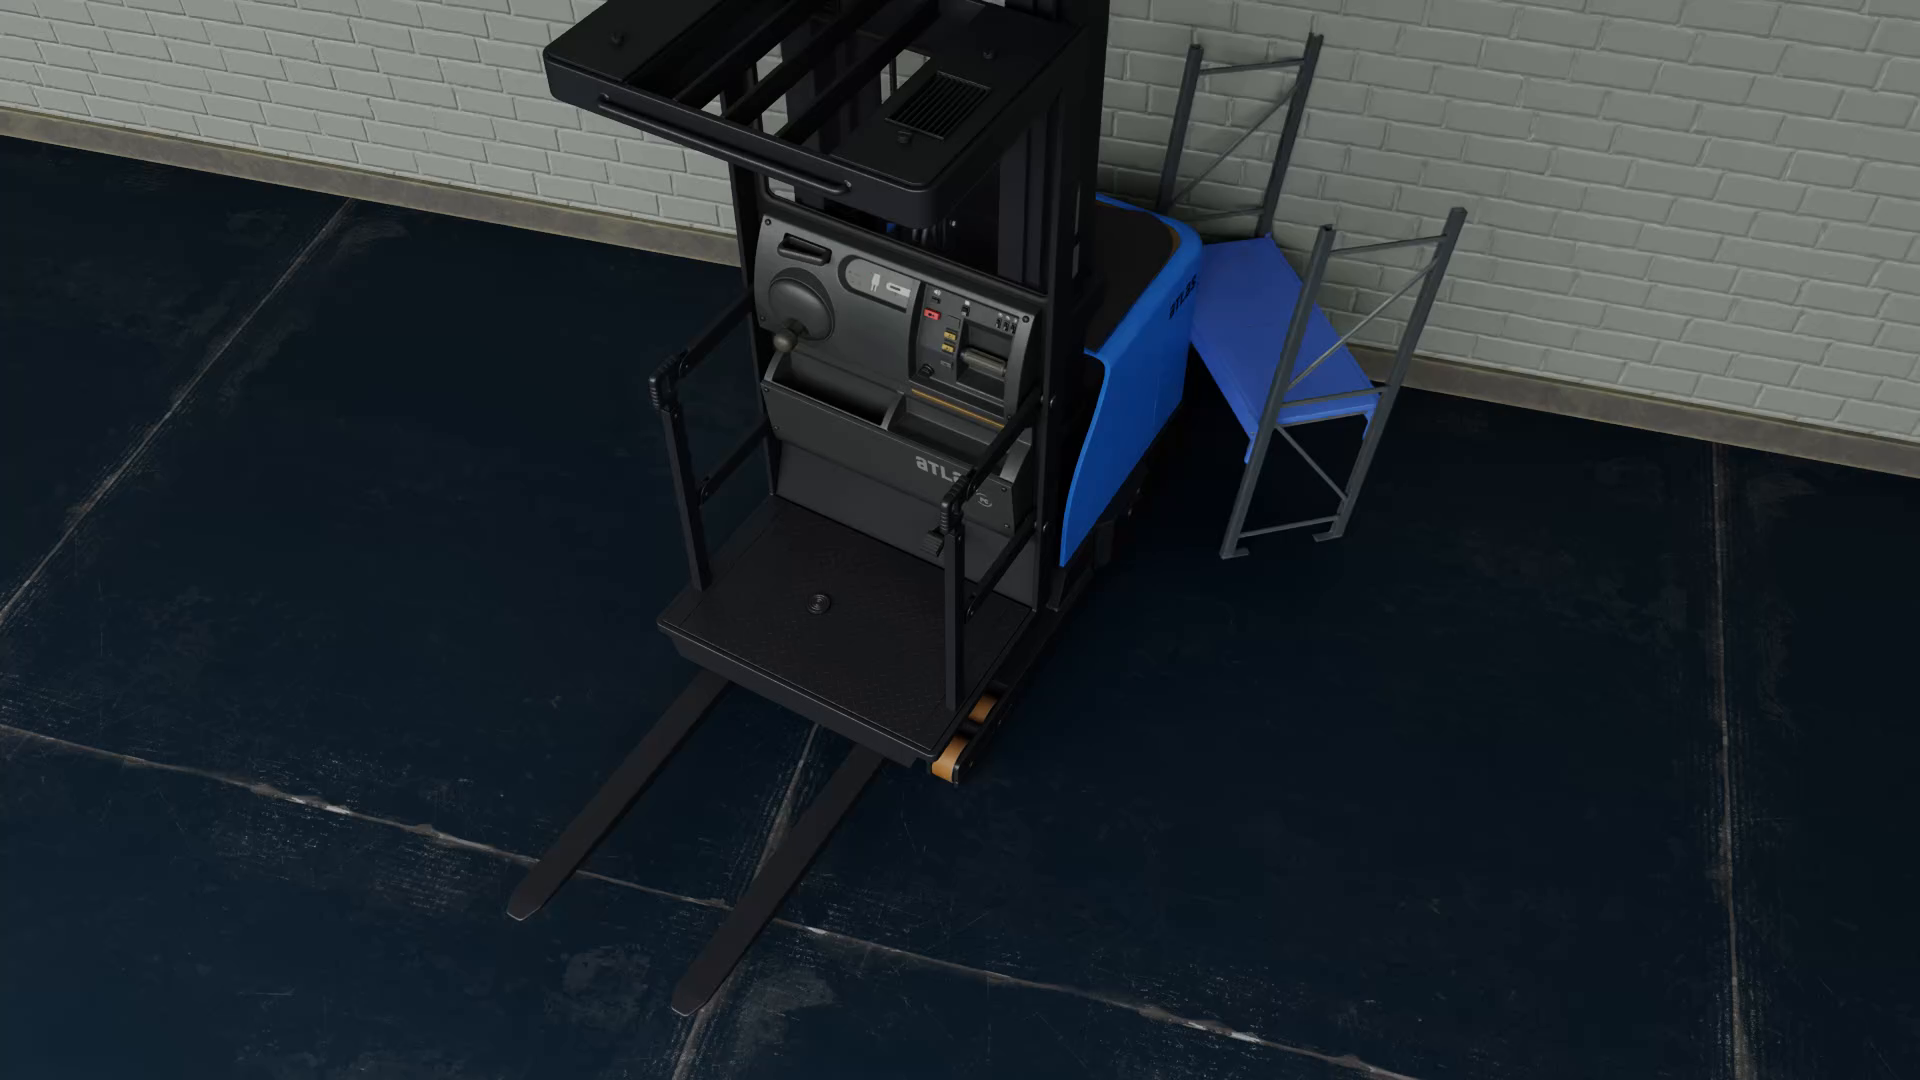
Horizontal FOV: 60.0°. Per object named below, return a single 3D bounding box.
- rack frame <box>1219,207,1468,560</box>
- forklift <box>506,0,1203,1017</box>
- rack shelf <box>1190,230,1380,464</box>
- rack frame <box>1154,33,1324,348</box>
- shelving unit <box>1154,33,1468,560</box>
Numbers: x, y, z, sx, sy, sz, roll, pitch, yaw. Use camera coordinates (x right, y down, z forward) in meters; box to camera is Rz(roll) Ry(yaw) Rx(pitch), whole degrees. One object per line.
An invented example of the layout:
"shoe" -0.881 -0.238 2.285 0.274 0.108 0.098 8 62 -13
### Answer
"rack frame" 1.266 -0.483 5.653 0.500 1.500 0.032 -10 50 -16
"forklift" -0.312 -0.566 4.795 1.130 2.935 3.031 23 53 19
"rack shelf" 1.096 -0.730 6.101 0.538 0.185 1.000 -10 50 -16
"rack frame" 0.958 -1.218 6.283 0.500 1.500 0.032 -10 50 -16
"shelving unit" 1.112 -0.851 5.968 0.538 1.500 1.048 -10 50 -16
